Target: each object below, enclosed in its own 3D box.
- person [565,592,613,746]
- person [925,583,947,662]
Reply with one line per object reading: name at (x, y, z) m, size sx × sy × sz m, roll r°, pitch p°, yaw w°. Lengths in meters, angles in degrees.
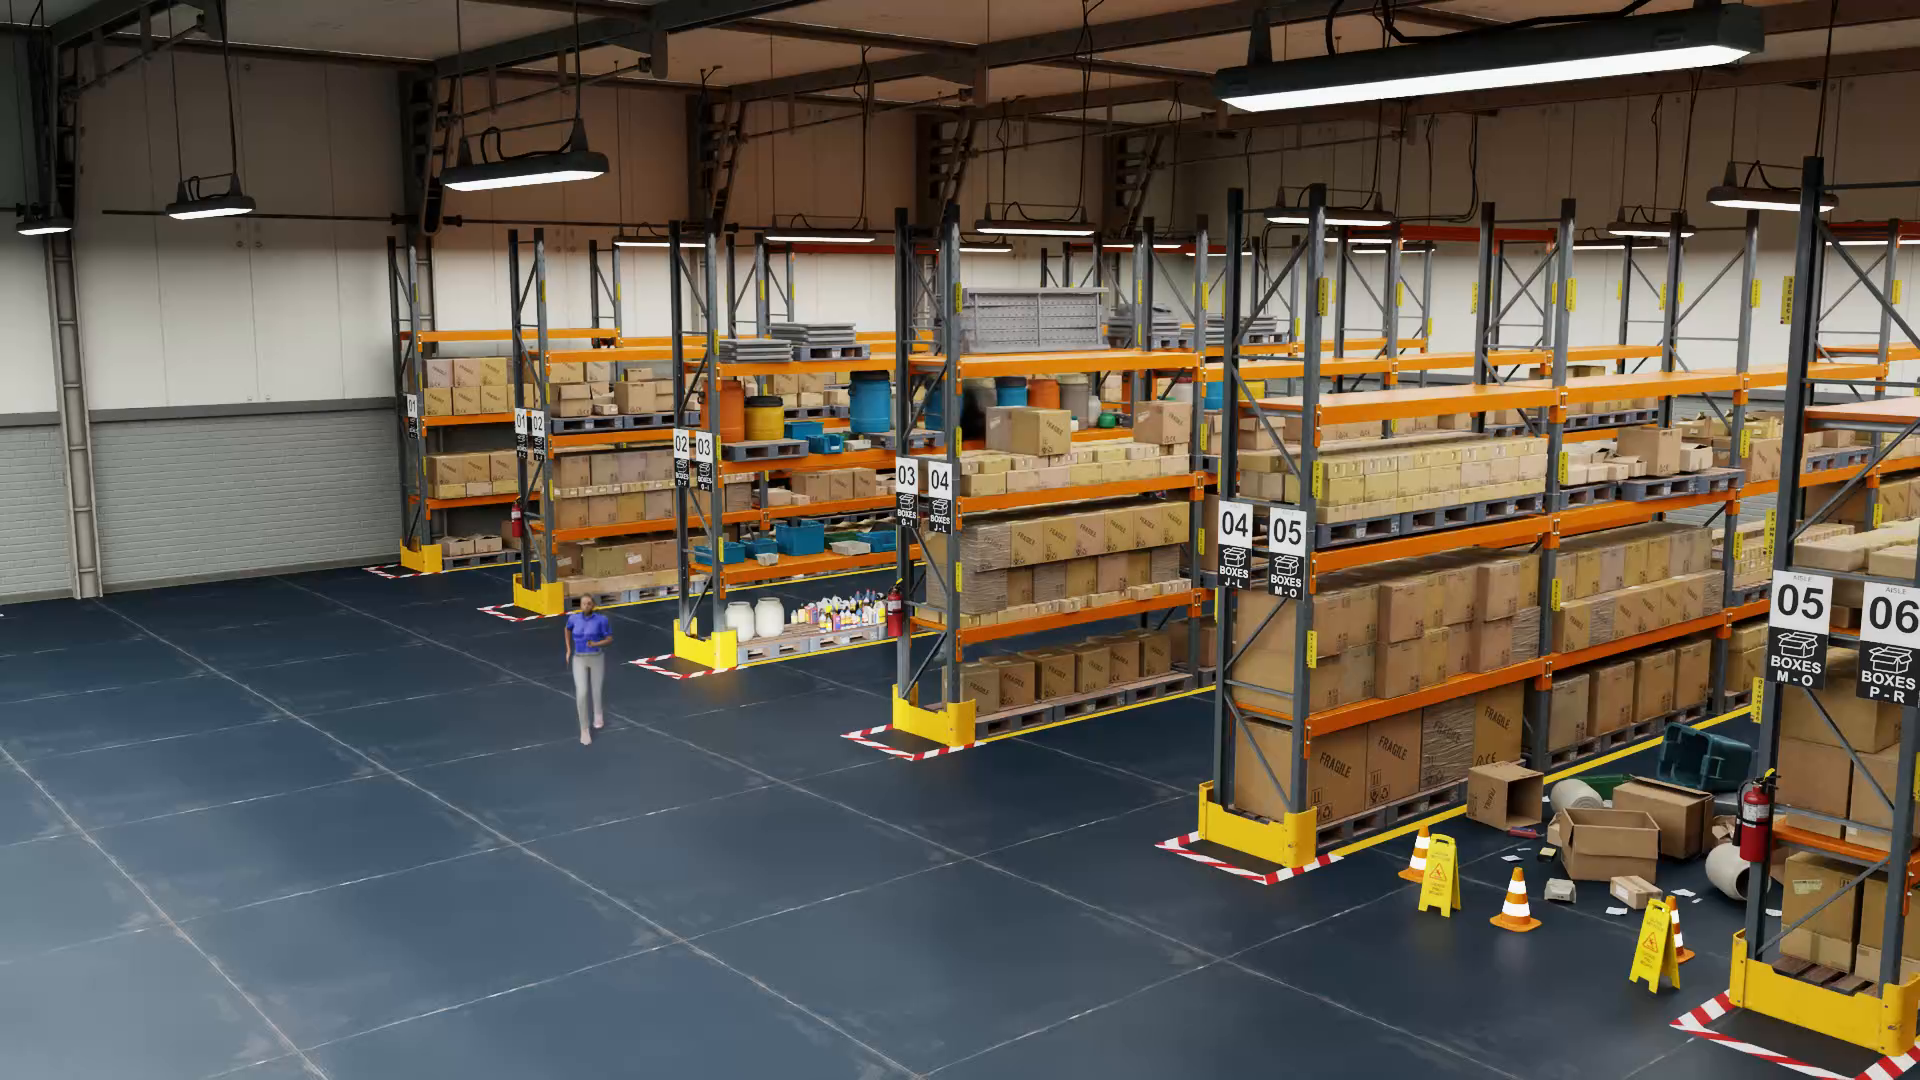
person at (-4.245, 1.429, 19.032) m, size 0.530 × 1.704 × 0.863 m, roll -2°, pitch 9°, yaw -10°
person at (-0.145, 0.670, 21.771) m, size 0.683 × 1.783 × 0.660 m, roll 7°, pitch 11°, yaw 36°
